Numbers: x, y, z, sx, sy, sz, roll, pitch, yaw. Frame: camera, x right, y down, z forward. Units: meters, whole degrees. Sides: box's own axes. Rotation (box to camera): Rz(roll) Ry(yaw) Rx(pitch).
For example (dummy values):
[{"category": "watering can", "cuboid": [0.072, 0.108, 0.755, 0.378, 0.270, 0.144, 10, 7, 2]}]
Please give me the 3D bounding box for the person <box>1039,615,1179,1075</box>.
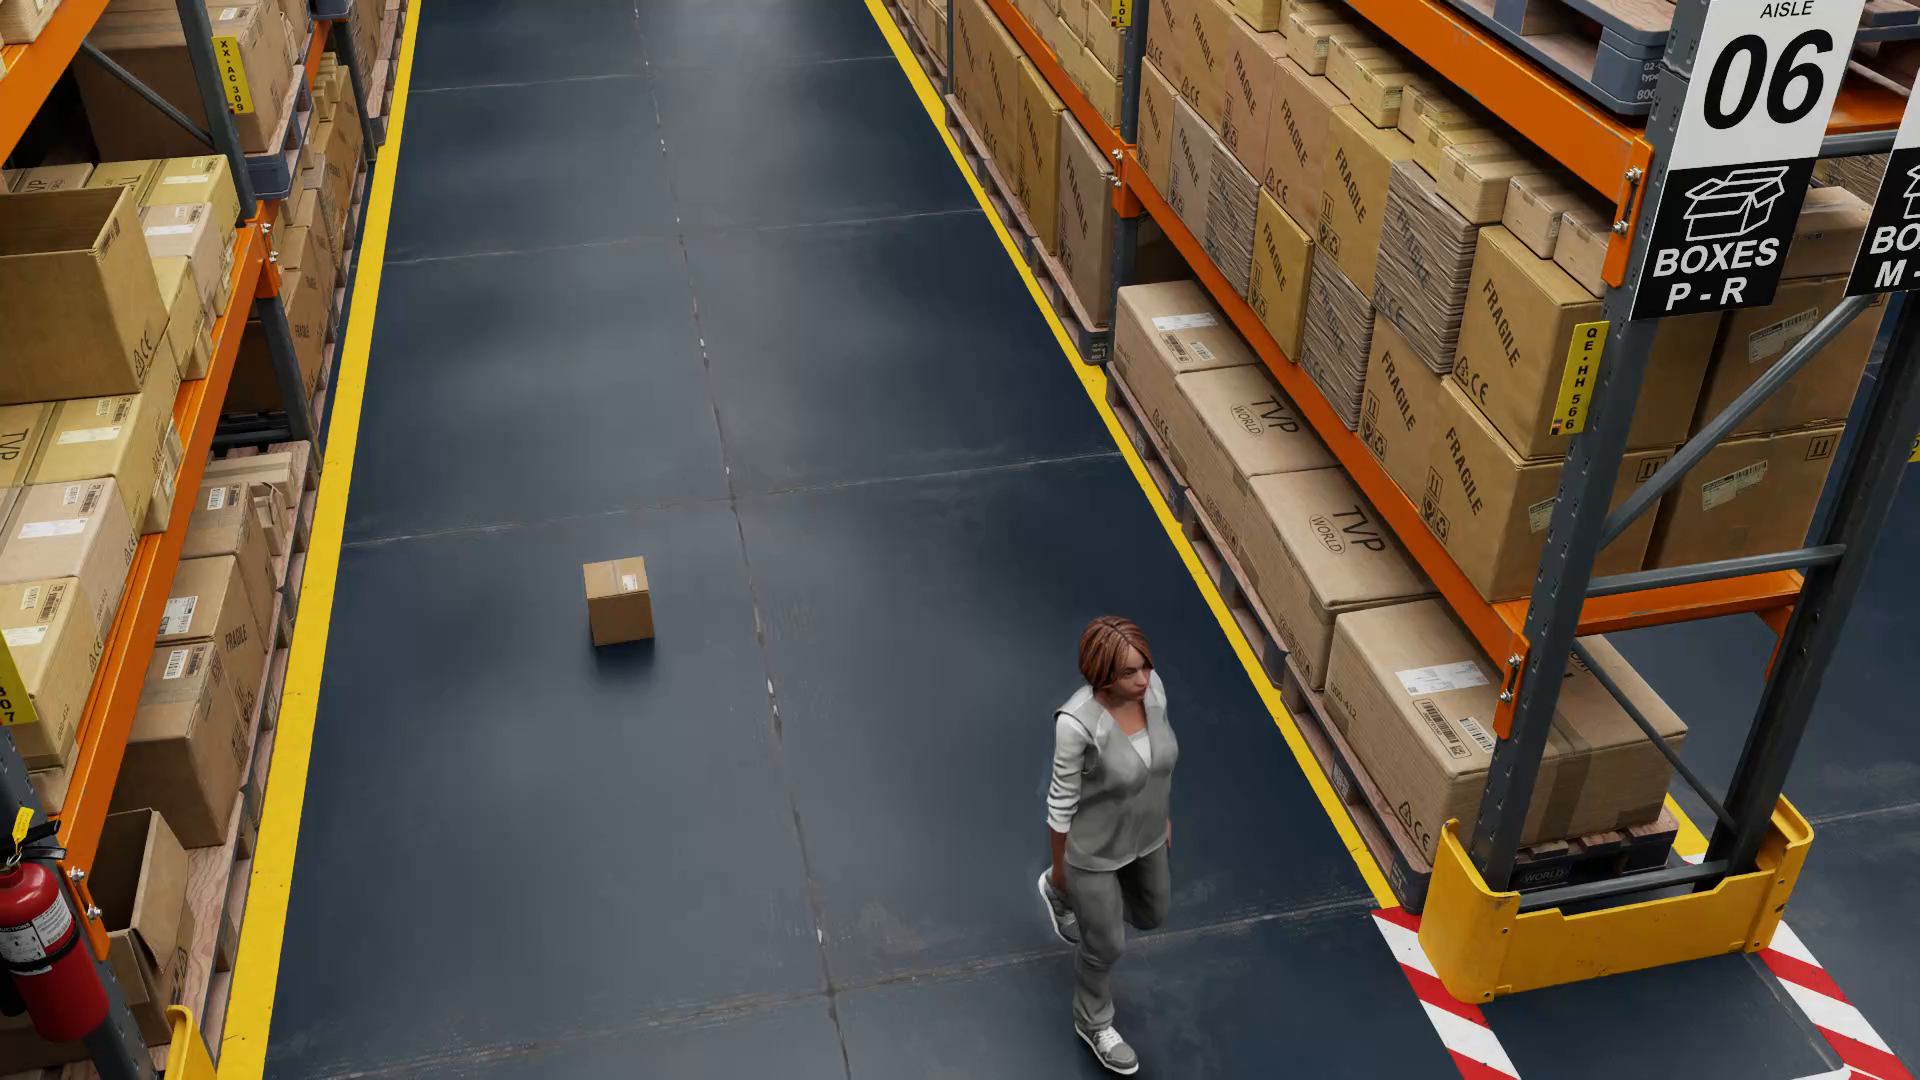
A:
[{"category": "person", "cuboid": [0.404, 0.842, 4.908, 0.423, 1.588, 0.619, -24, 41, -30]}]
